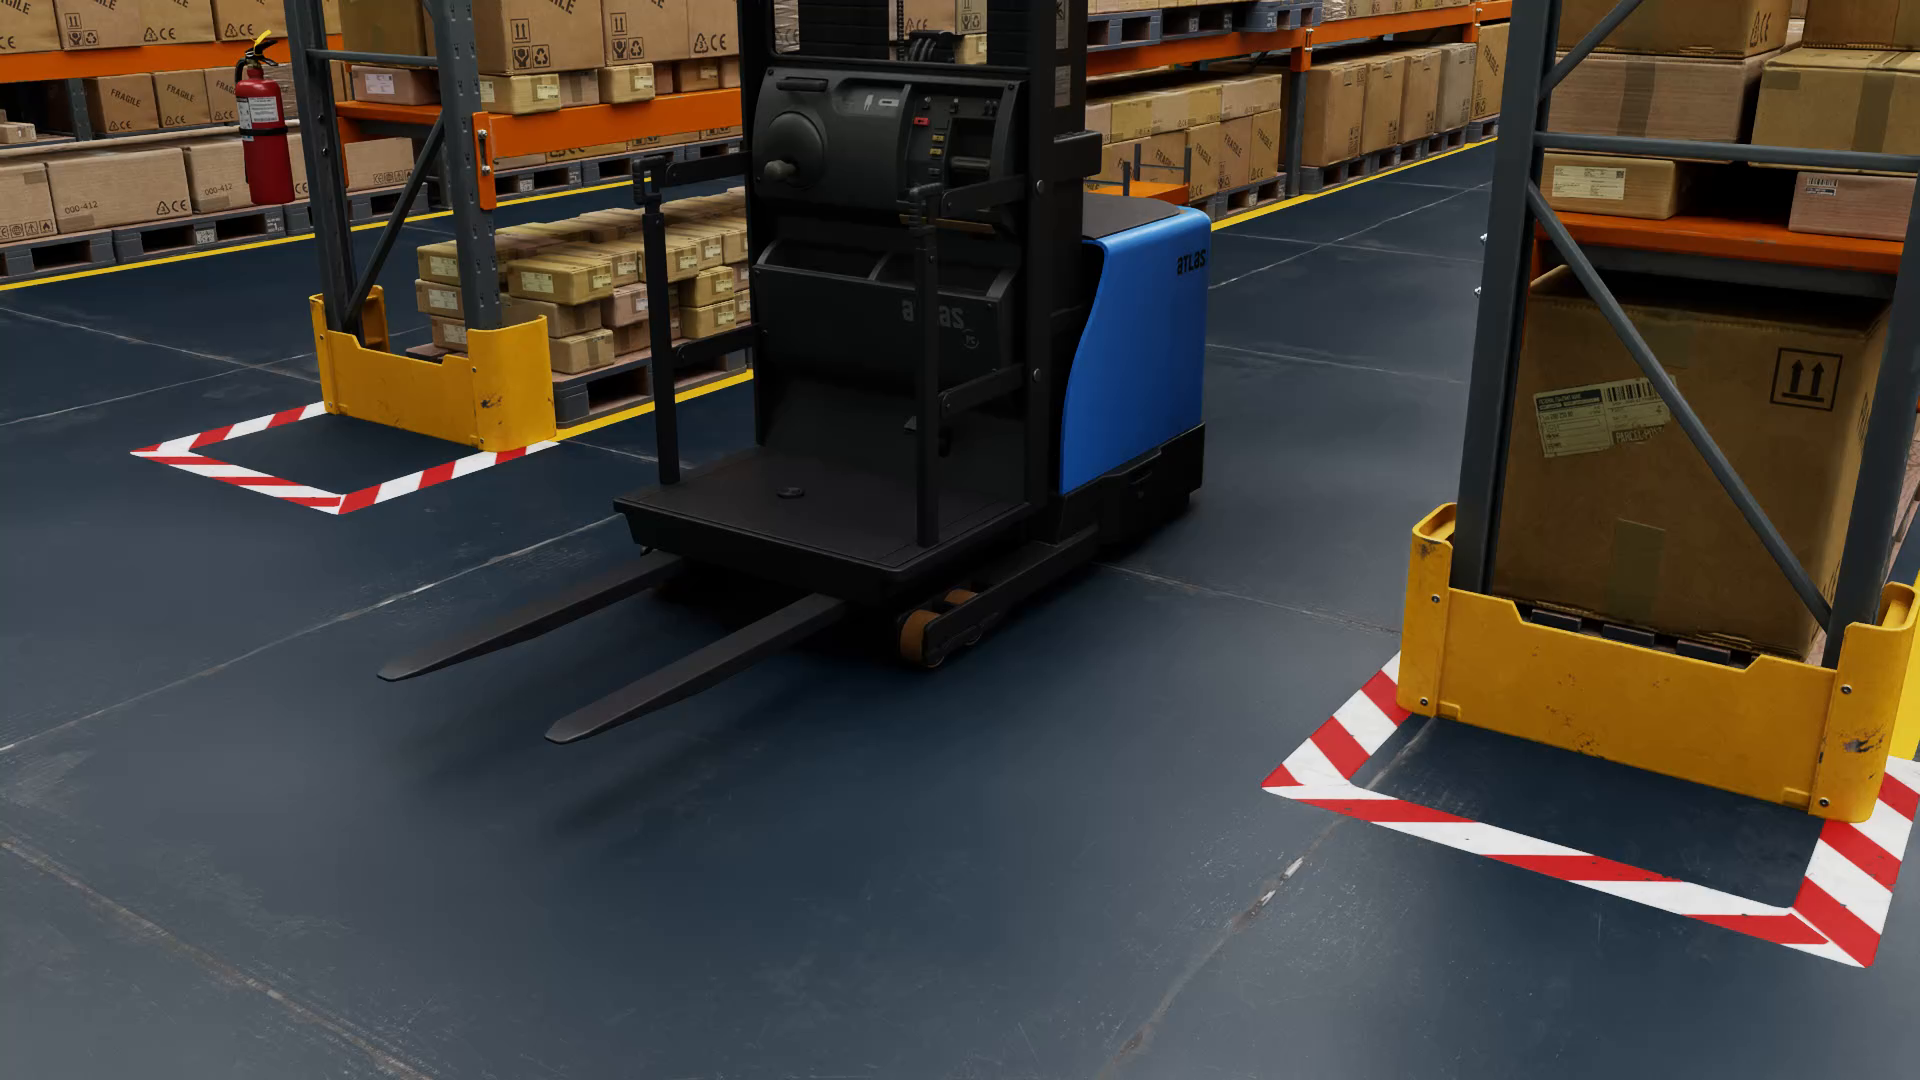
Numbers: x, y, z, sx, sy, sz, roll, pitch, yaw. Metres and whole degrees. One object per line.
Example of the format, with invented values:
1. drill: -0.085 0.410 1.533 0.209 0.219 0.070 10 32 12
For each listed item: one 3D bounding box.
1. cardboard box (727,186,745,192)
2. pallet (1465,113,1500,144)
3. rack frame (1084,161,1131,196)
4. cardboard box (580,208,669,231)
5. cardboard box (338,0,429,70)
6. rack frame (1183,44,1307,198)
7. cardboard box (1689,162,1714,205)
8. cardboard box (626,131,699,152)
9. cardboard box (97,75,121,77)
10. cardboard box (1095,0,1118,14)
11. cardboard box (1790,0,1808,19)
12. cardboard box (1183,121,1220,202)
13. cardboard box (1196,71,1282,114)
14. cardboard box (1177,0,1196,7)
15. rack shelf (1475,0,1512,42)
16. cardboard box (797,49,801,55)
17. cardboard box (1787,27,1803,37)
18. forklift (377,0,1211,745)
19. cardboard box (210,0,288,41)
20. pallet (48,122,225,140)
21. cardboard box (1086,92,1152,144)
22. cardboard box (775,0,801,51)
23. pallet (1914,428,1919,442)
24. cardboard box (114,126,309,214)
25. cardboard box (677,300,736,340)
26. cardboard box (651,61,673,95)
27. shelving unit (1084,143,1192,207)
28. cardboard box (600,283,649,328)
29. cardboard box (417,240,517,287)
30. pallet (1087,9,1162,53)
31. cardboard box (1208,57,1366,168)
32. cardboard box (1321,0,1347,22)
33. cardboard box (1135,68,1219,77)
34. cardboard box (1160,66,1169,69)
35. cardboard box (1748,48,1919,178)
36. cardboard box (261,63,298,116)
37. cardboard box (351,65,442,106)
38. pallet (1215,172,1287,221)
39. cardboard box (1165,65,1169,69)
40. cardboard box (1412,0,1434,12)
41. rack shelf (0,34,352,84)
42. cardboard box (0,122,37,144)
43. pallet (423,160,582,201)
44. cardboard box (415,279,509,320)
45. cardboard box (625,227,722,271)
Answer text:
1. cardboard box: -1.043 -1.834 9.045 0.380 0.149 0.250 14 24 33
2. pallet: 4.955 -4.230 16.895 1.003 0.211 1.213 13 24 32
3. rack frame: 0.512 -0.825 6.266 0.240 1.200 0.015 13 24 32
4. cardboard box: -1.662 -1.542 8.255 0.380 0.149 0.250 14 25 34
5. cardboard box: -2.243 -2.257 6.970 0.500 0.500 0.500 14 24 33
6. rack frame: 2.215 -4.187 12.760 1.000 3.000 0.127 13 24 32
7. cardboard box: 1.835 -1.019 4.557 0.380 0.149 0.250 14 24 32
8. cardboard box: -2.898 -3.887 14.406 0.875 0.875 0.875 14 24 32
9. cardboard box: -7.870 -4.322 15.189 0.380 0.149 0.250 15 25 34
10. cardboard box: 0.719 -3.222 9.909 0.380 0.149 0.250 14 24 33
11. cardboard box: 2.959 -2.086 5.788 0.500 0.500 0.500 12 24 30
12. cardboard box: 1.482 -2.668 11.653 0.500 0.500 0.500 12 23 29
13. cardboard box: 2.047 -3.316 12.322 0.500 0.250 0.500 13 24 31
14. cardboard box: 1.298 -3.517 10.707 0.380 0.149 0.250 13 24 31
15. rack shelf: 5.587 -5.571 17.539 1.077 0.370 4.000 13 24 32
16. cardboard box: -0.820 -2.331 8.105 0.380 0.149 0.250 14 24 33
17. cardboard box: 2.387 -1.447 5.140 0.500 0.250 0.500 12 24 30
18. forklift: -0.352 -1.195 4.770 1.130 2.935 3.031 13 24 32
19. cardboard box: -4.789 -3.544 10.877 0.500 0.500 0.500 13 24 31
20. pallet: -7.866 -3.875 15.938 1.003 0.211 1.213 13 24 32
21. cardboard box: 0.897 -2.729 10.736 0.500 0.250 0.500 14 25 33
22. cardboard box: -0.955 -2.597 7.889 0.500 0.500 0.500 13 24 30
23. pallet: 3.519 -0.532 6.899 1.003 0.211 1.213 13 24 32
24. cardboard box: -5.129 -2.555 11.435 0.875 0.438 0.875 12 24 30
25. cardboard box: -1.276 -1.055 7.797 0.380 0.149 0.250 14 24 32
26. cardboard box: -1.493 -2.052 7.350 0.380 0.149 0.250 15 25 34
27. shelving unit: 0.649 -0.895 6.455 0.258 1.200 0.503 13 24 32
28. cardboard box: -1.575 -1.059 7.379 0.380 0.149 0.250 13 24 32
29. cardboard box: -2.194 -1.232 7.418 0.380 0.149 0.250 14 24 32
30. pallet: 0.516 -3.140 10.207 1.003 0.211 1.213 13 24 32
31. cardboard box: 2.631 -3.486 13.502 1.050 0.750 0.750 13 24 31
32. cardboard box: 2.690 -4.310 12.949 0.500 0.500 0.500 14 24 32
33. cardboard box: 1.627 -3.412 12.584 0.500 0.250 0.500 12 23 29
34. cardboard box: 2.040 -5.142 18.941 0.500 0.500 0.500 -6 21 -15
35. cardboard box: 2.256 -1.049 4.066 0.500 0.250 0.500 13 24 30
36. cardboard box: -6.962 -4.507 16.622 0.500 0.500 0.500 12 24 30
37. cardboard box: -2.333 -1.922 7.000 0.380 0.149 0.250 13 24 32
38. pallet: 1.774 -2.655 12.639 1.003 0.211 1.213 13 24 32
39. cardboard box: 2.316 -6.035 21.114 0.500 0.250 0.500 13 24 32
40. cardboard box: 3.823 -4.890 14.516 0.500 0.500 0.500 14 24 32
41. rack shelf: -5.309 -3.064 10.762 1.077 0.370 4.000 13 24 32
42. cardboard box: -8.362 -3.585 14.638 0.380 0.149 0.250 12 24 30
43. pallet: -3.813 -2.904 13.311 1.003 0.211 1.213 13 24 32
44. cardboard box: -2.222 -1.098 7.485 0.380 0.149 0.250 13 24 30
45. cardboard box: -1.333 -1.352 7.742 0.380 0.149 0.250 12 23 29
